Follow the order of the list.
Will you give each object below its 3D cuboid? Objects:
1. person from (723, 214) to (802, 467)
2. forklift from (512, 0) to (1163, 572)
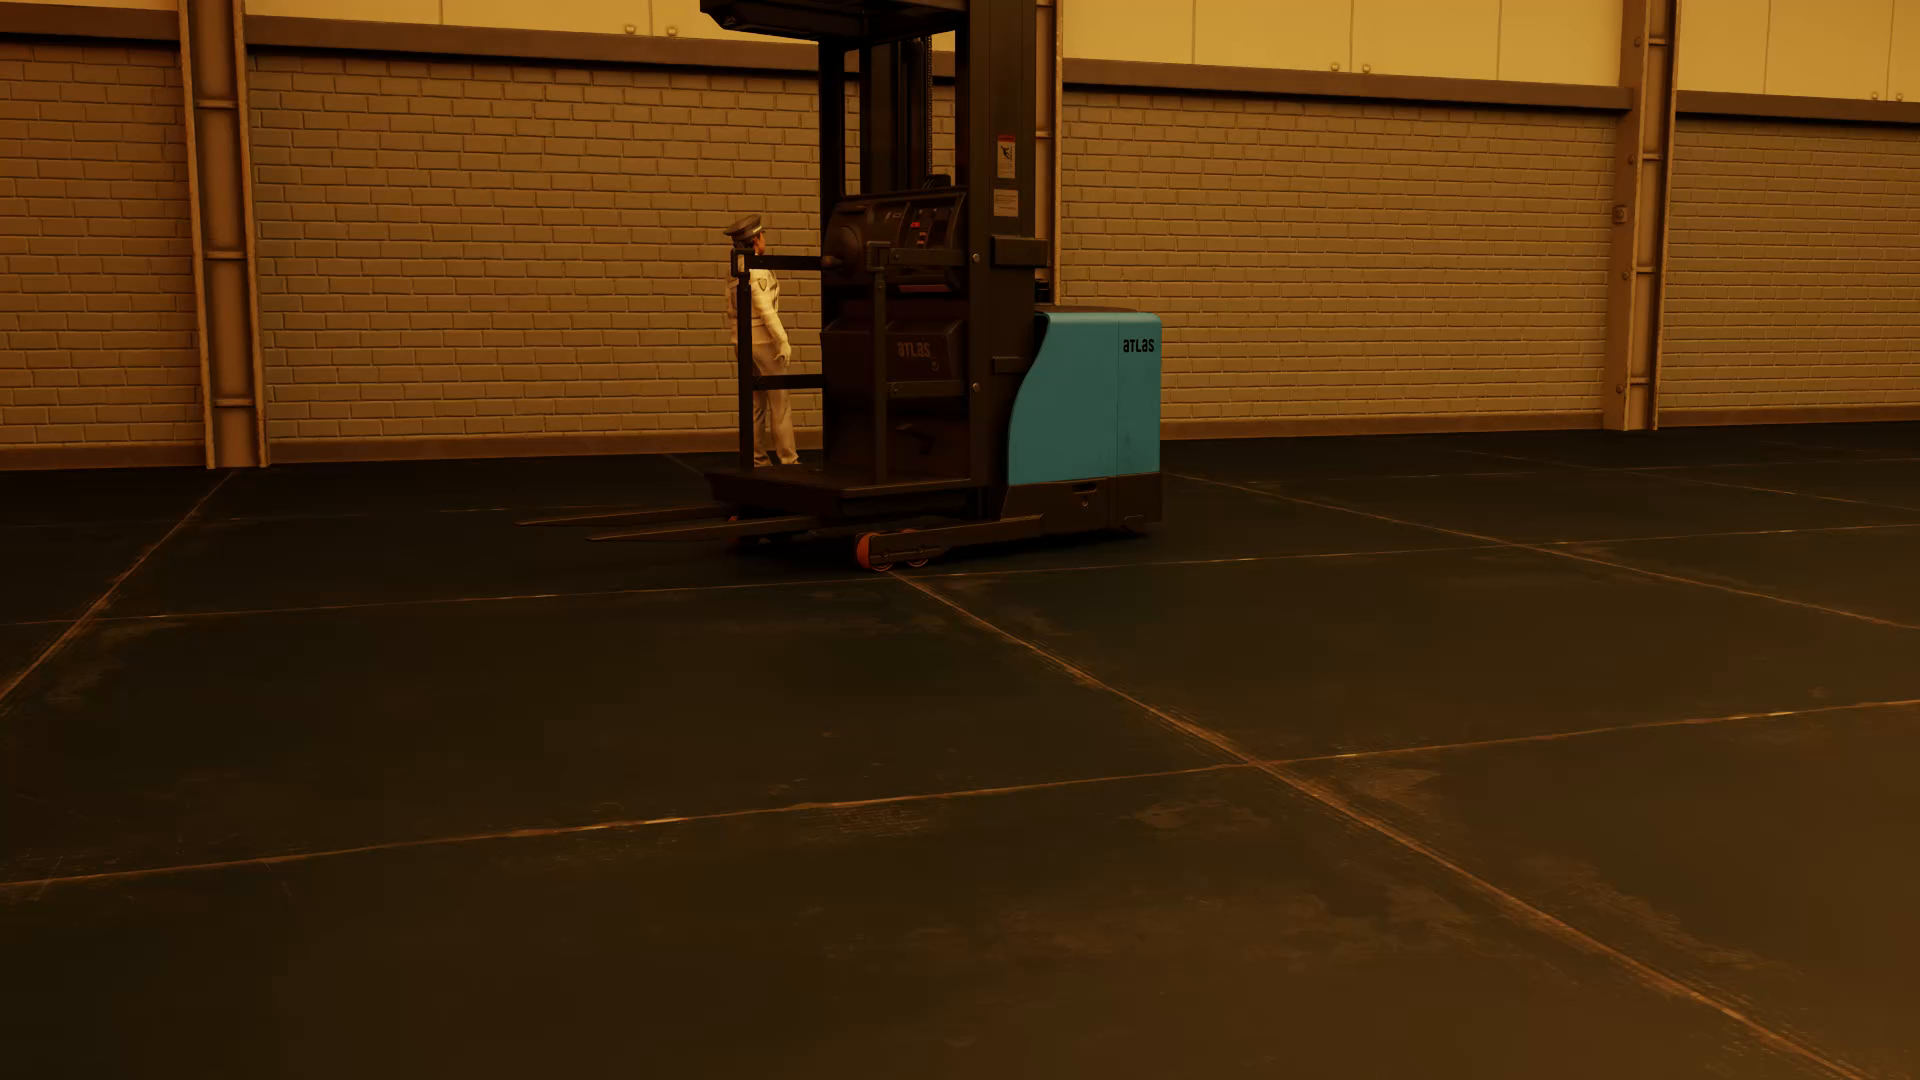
[{"bbox_3d":[-1.230,-1.239,10.693,0.531,1.694,0.585,-5,9,-33],"label":"person"},{"bbox_3d":[-0.461,-1.399,7.333,3.031,2.935,1.130,-7,10,-40],"label":"forklift"}]
